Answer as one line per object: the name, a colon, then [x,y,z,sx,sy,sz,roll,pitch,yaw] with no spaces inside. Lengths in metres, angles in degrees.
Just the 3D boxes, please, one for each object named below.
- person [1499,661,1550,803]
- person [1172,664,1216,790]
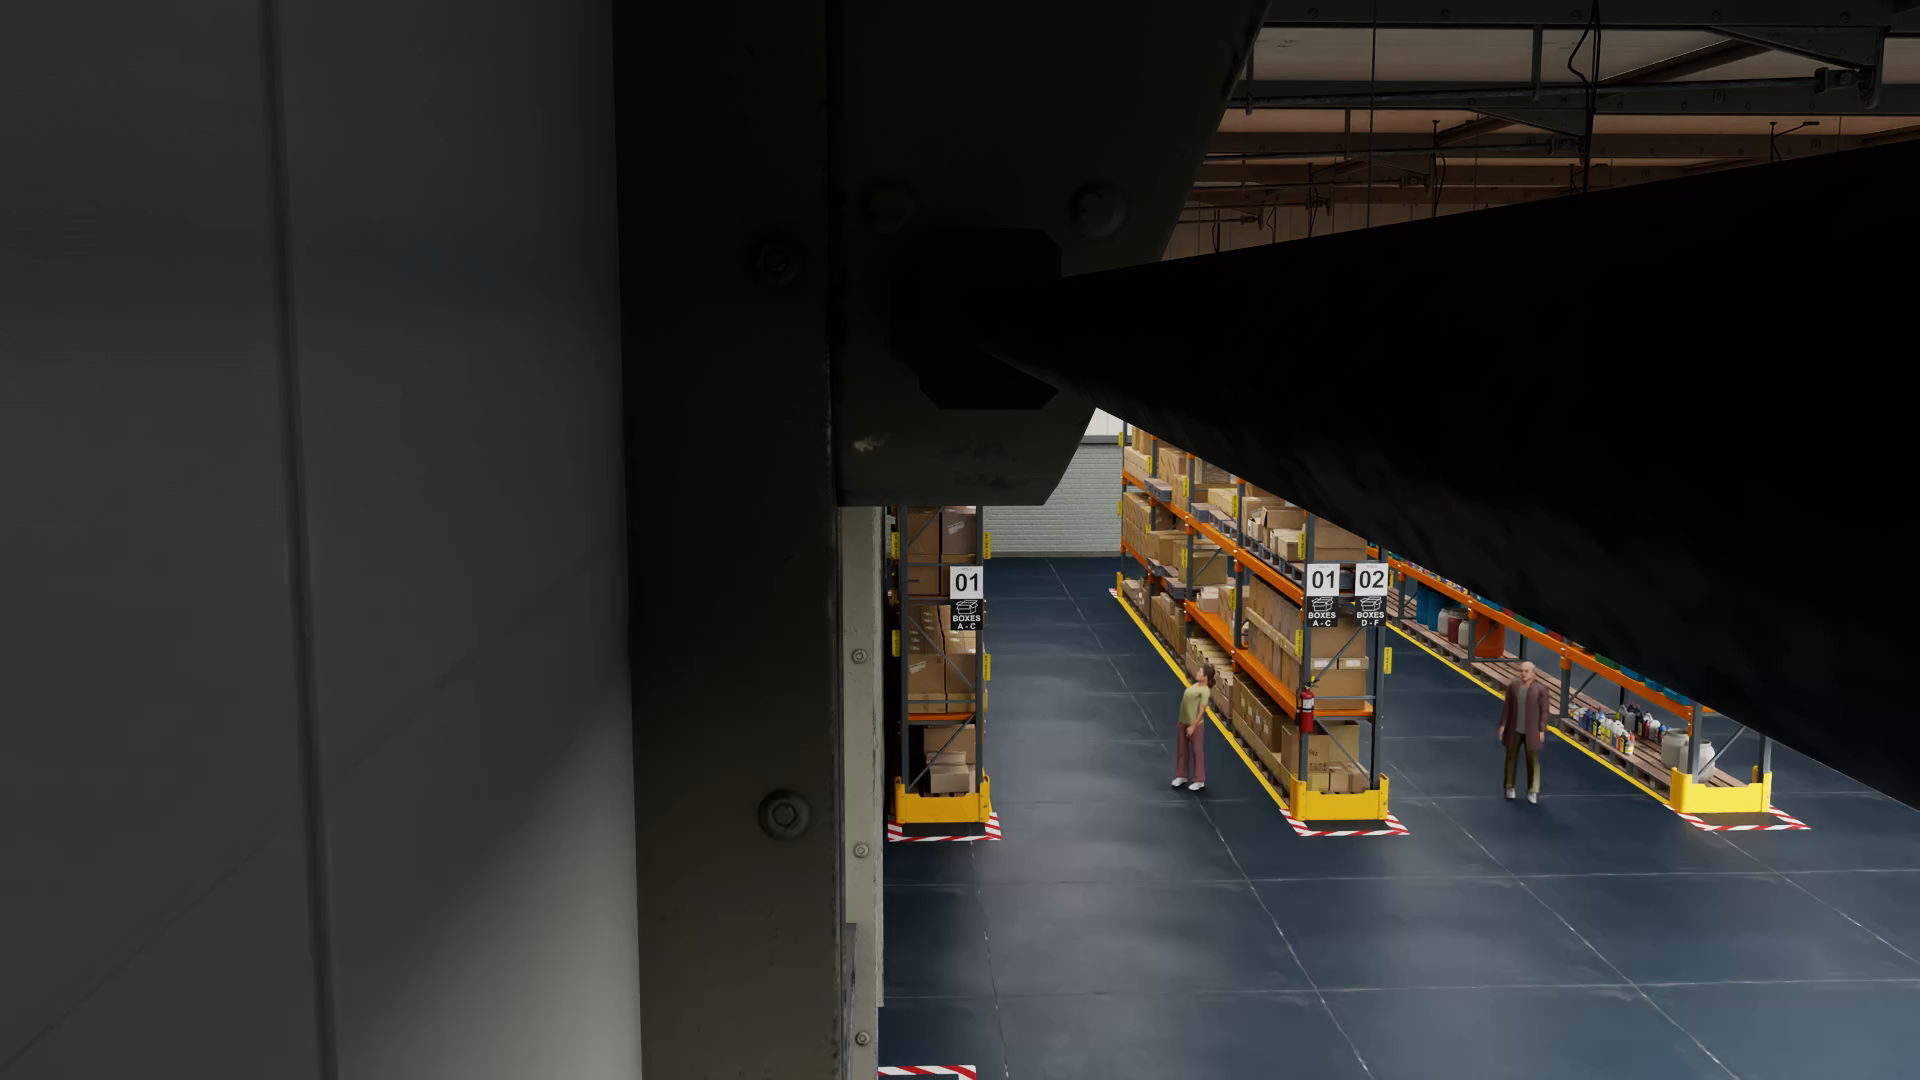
person: [7.230,2.460,21.369,0.613,1.772,0.400,5,10,33]
person: [3.076,2.442,21.929,0.506,1.638,0.518,-6,10,-34]
